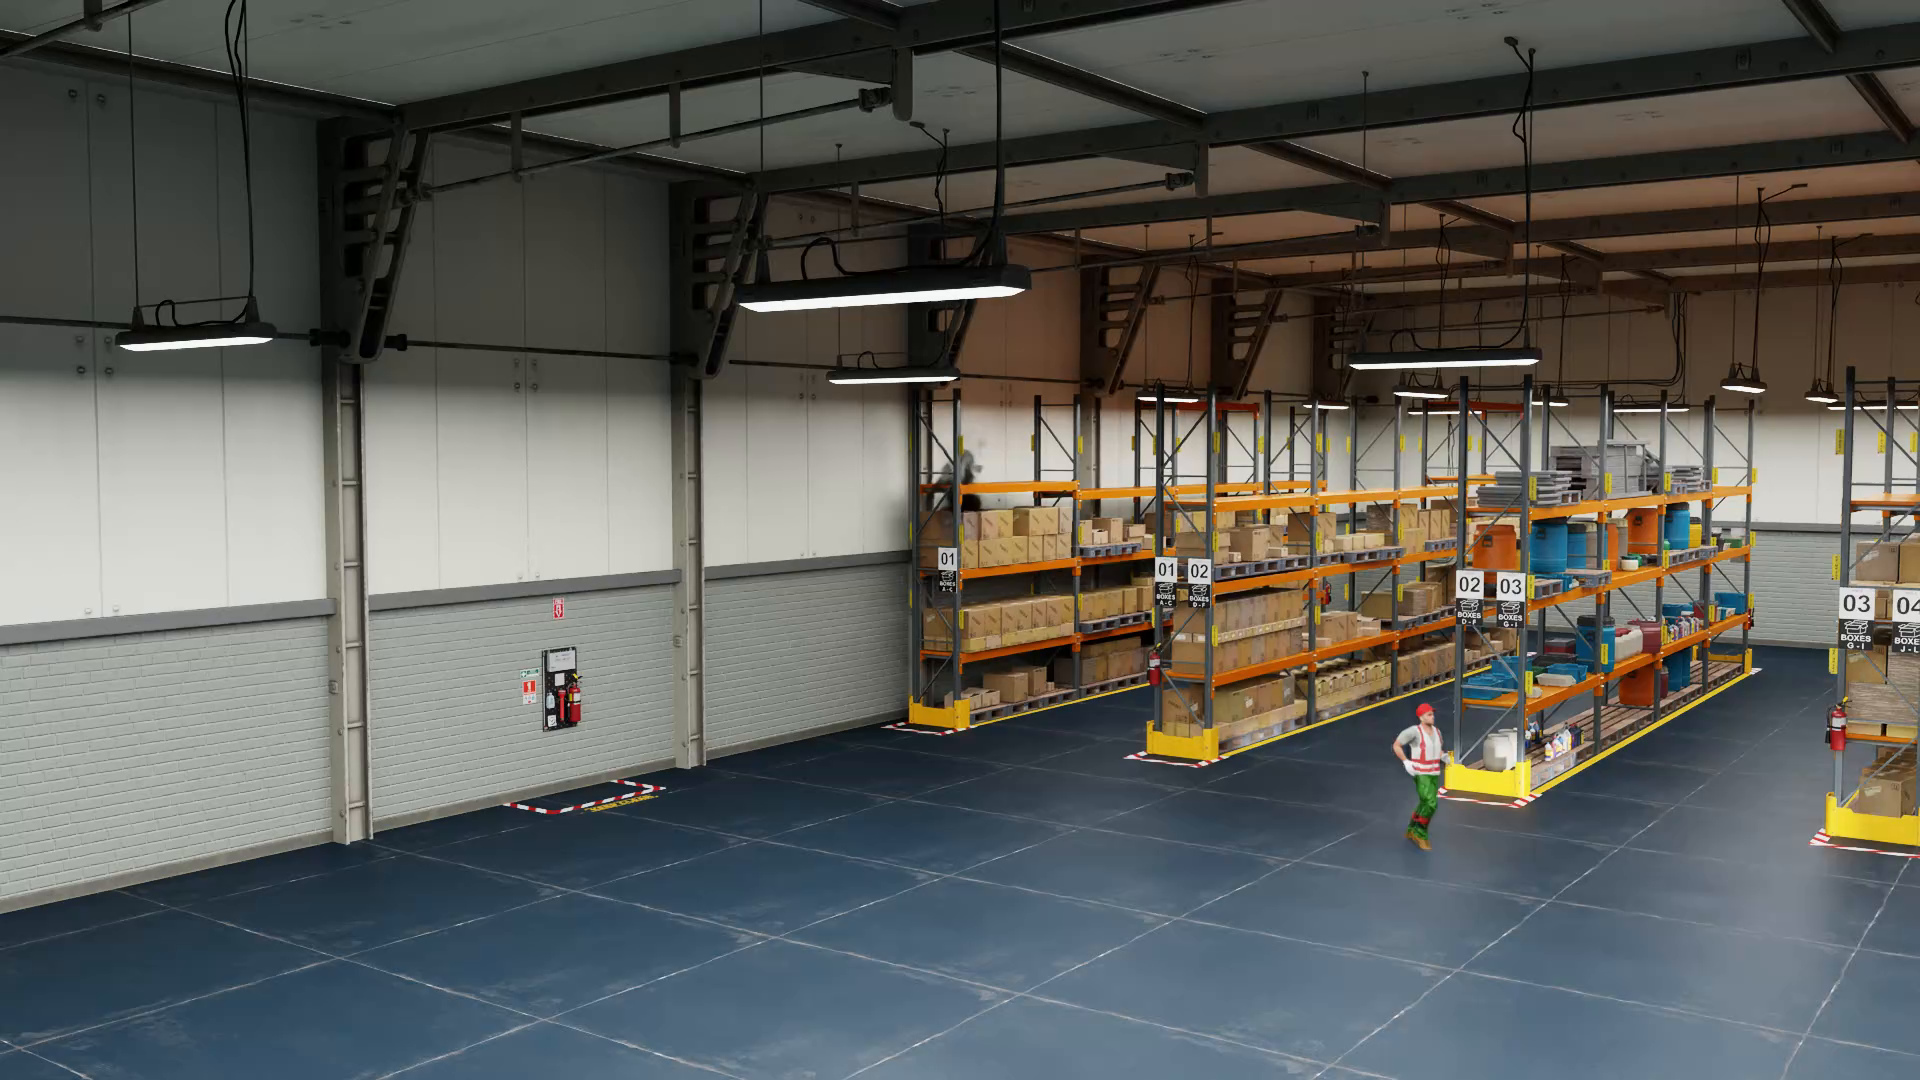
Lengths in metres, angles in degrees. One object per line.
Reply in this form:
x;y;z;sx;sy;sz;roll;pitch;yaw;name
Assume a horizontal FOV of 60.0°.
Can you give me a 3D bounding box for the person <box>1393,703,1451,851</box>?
5.785;2.952;20.661;0.645;1.841;0.648;-2;4;-32;person
